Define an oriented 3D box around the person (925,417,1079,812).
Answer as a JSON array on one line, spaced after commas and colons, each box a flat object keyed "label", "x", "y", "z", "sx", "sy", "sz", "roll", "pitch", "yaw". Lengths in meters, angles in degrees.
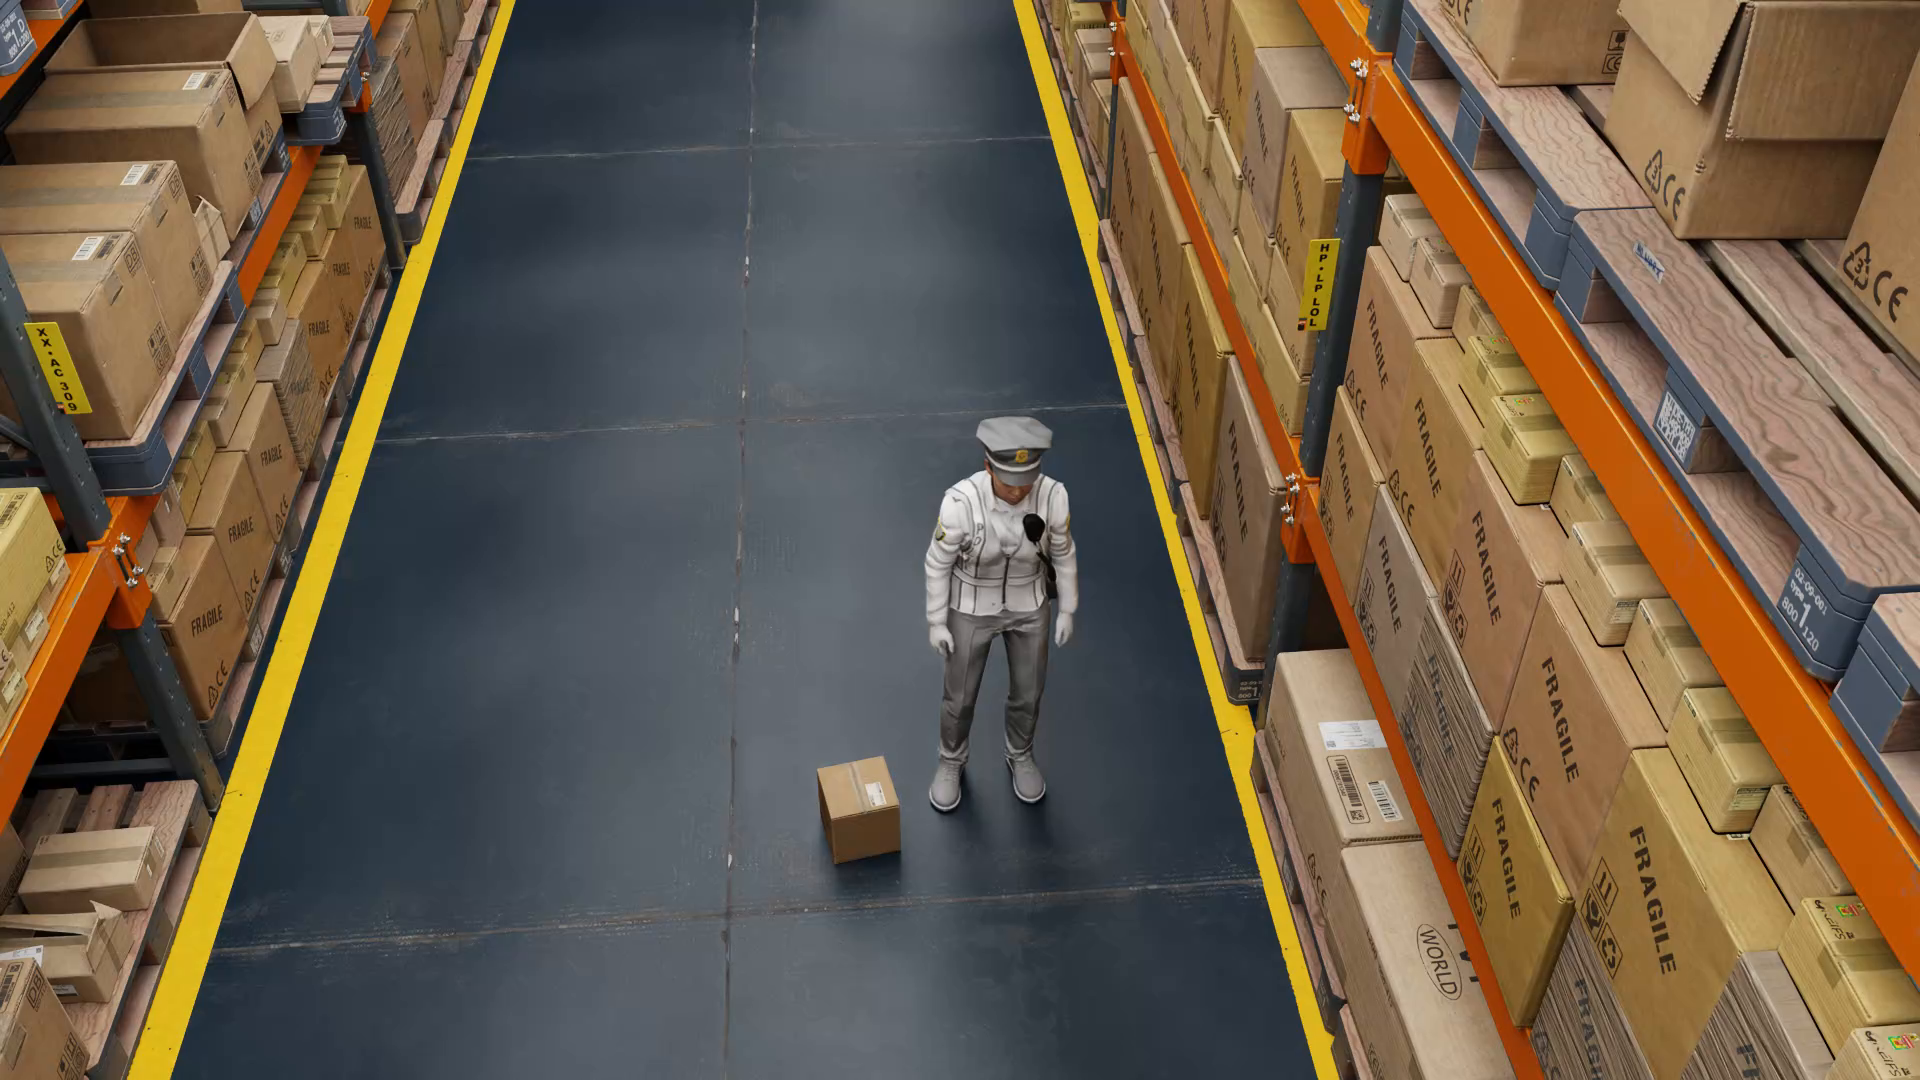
[{"label": "person", "x": 0.147, "y": 0.266, "z": 5.825, "sx": 0.546, "sy": 1.666, "sz": 0.341, "roll": -5, "pitch": 40, "yaw": -6}]
